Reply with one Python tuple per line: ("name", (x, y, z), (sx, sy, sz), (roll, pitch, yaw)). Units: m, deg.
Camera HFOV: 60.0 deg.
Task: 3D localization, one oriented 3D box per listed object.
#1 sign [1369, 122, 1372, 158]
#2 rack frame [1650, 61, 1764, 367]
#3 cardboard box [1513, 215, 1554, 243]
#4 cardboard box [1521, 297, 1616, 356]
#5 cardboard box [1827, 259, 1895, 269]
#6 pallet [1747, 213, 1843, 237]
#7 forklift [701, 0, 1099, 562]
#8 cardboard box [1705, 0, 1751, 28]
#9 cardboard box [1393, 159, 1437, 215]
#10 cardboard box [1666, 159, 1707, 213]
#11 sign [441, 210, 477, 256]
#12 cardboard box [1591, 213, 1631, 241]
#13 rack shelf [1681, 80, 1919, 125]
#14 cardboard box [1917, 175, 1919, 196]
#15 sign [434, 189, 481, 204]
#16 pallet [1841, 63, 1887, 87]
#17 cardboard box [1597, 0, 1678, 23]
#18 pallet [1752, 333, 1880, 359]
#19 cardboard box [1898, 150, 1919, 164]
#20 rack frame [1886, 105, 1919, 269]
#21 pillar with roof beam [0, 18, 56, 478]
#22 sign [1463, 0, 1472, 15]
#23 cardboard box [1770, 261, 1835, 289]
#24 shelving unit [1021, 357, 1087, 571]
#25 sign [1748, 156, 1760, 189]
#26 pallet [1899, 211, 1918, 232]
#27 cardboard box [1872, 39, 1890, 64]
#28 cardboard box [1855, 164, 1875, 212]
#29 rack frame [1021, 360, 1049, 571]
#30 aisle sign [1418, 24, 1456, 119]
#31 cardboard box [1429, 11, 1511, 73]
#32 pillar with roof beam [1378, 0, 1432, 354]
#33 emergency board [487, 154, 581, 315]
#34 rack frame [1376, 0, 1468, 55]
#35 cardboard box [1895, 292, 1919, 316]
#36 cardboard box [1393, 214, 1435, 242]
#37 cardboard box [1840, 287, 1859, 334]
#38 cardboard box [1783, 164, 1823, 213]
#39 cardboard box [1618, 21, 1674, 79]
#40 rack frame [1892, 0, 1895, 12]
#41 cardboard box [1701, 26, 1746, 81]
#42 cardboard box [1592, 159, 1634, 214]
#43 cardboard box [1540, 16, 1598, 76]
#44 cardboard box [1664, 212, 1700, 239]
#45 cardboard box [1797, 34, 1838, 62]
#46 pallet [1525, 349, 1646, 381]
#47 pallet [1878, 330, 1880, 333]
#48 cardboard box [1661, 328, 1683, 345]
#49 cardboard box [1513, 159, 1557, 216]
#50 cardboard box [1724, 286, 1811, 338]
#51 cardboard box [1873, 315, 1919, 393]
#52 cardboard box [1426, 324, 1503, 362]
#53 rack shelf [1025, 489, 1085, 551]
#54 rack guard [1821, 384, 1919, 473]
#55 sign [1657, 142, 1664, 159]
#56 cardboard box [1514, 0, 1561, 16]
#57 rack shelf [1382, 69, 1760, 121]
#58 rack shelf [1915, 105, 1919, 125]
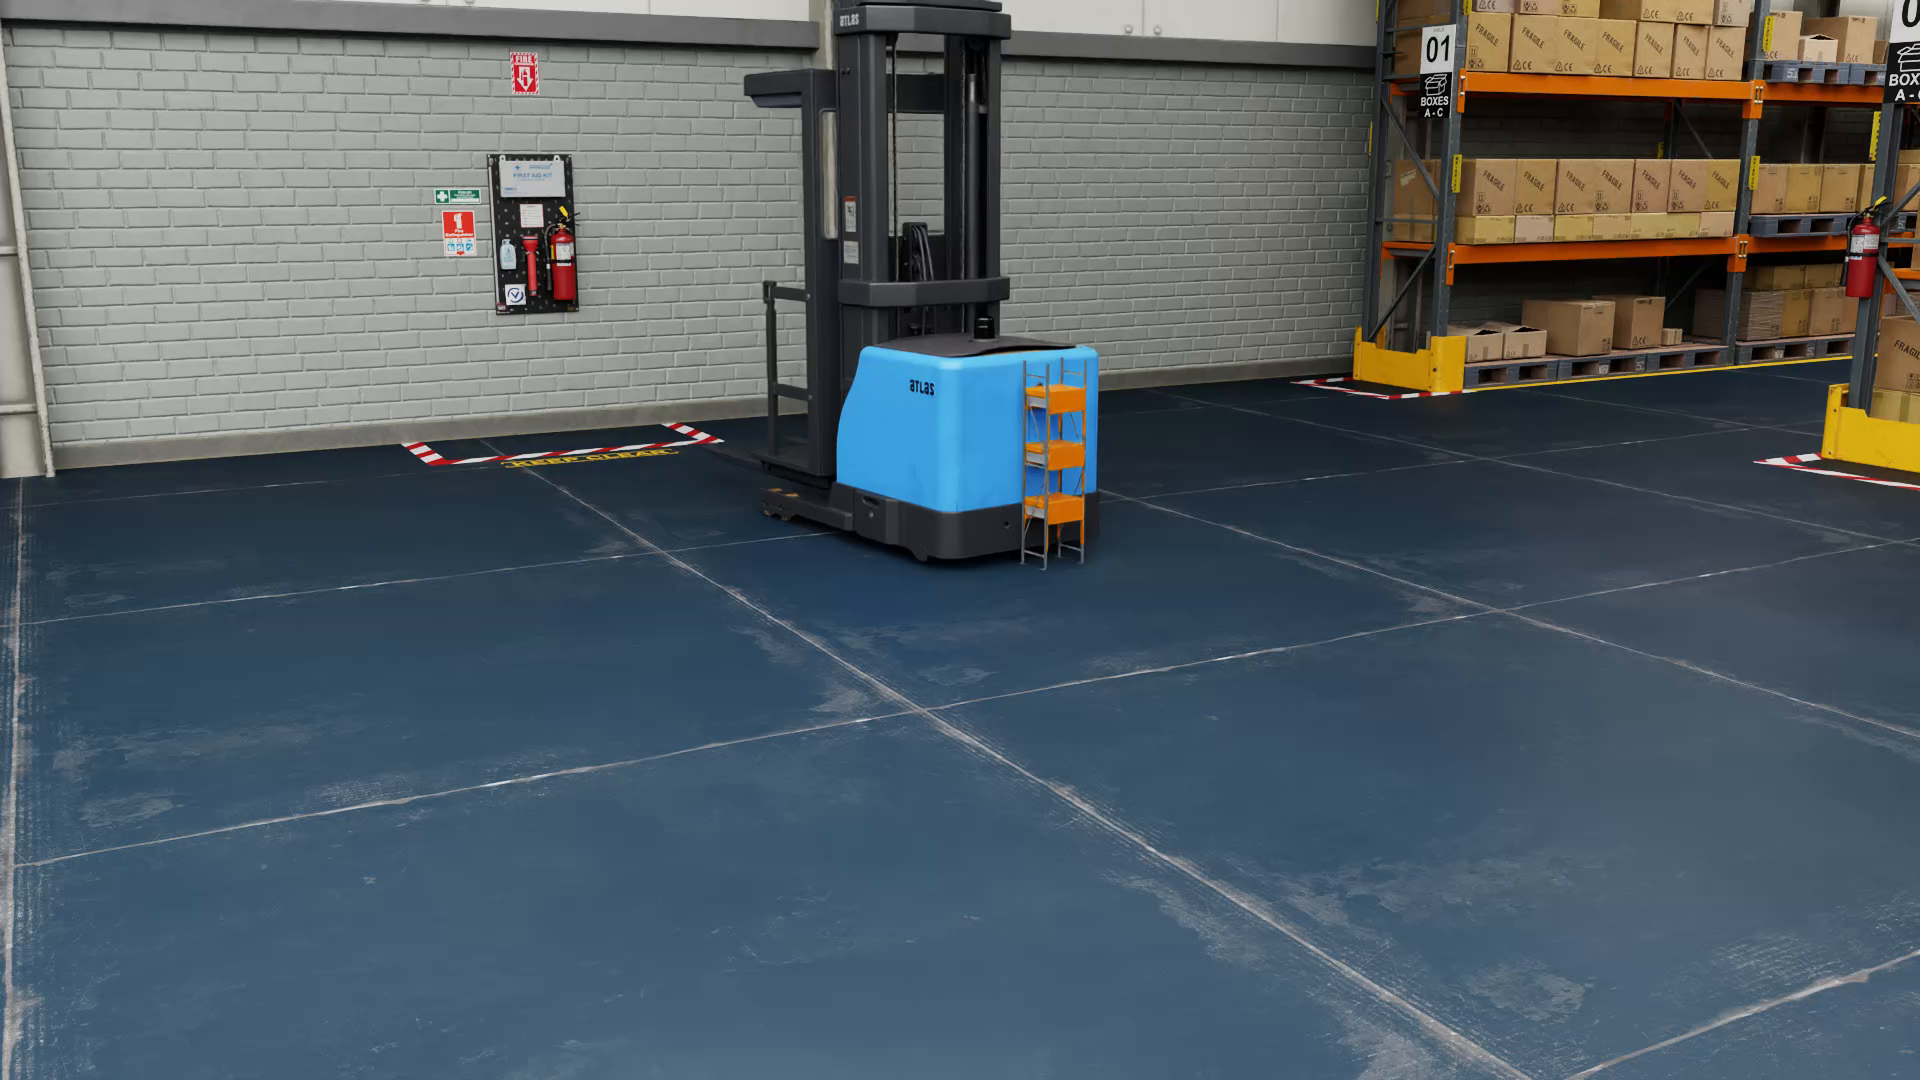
("sign", (3.868, -3.742, 15.549), (0.005, 0.325, 0.100), (-7, 14, -28))
("rack frame", (7.628, -3.335, 17.096), (0.127, 3.000, 1.000), (-7, 14, -28))
("cardboard box", (5.146, -2.898, 15.451), (0.500, 0.250, 0.500), (-7, 15, -30))
("cardboard box", (5.936, -2.092, 16.265), (0.500, 0.500, 0.700), (-8, 15, -31))
("cardboard box", (10.001, -2.983, 18.515), (0.500, 0.250, 0.500), (-7, 14, -27))
("pallet", (8.368, -3.294, 17.349), (1.213, 0.211, 1.003), (-7, 14, -28))
("forklift", (-0.524, -1.590, 9.498), (1.130, 2.935, 3.031), (-9, 15, -35))
("cardboard box", (7.318, -5.240, 16.177), (0.500, 0.500, 0.500), (-8, 15, -33))
("cardboard box", (4.429, -3.307, 15.560), (0.500, 0.500, 0.500), (-7, 14, -28))
("cardboard box", (6.926, -3.474, 16.304), (0.500, 0.500, 0.500), (-7, 14, -28))
("sign", (-3.672, -2.250, 12.192), (0.234, 0.329, 0.001), (-7, 14, -28))
("cardboard box", (6.041, -3.003, 15.919), (0.500, 0.250, 0.500), (-7, 14, -27))
("rack shelf", (9.383, -4.658, 17.780), (4.000, 0.370, 1.077), (-7, 14, -28))
("cardboard box", (6.738, -2.402, 11.245), (0.250, 0.149, 0.380), (-7, 15, -29))
("sign", (-3.663, -2.507, 12.129), (0.331, 0.109, 0.001), (-7, 14, -28))
("pallet", (9.130, -4.861, 17.472), (1.003, 0.211, 1.213), (-7, 14, -28))
("cardboard box", (6.389, -5.123, 15.659), (0.500, 0.500, 0.500), (-7, 15, -30))
("pallet", (9.383, -2.186, 18.341), (1.213, 0.211, 1.003), (-7, 14, -28))
("cardboard box", (10.575, -4.257, 18.485), (0.250, 0.149, 0.380), (-10, 16, -37))
("rack frame", (11.139, -3.756, 18.966), (0.127, 3.000, 1.000), (-7, 14, -28))
("pillar with roof beam", (-4.153, -3.989, 6.339), (0.400, 9.000, 9.100), (-7, 14, -28))
("sign", (4.377, -4.699, 14.336), (0.005, 0.325, 0.100), (-7, 14, -28))
("cardboard box", (9.106, -2.879, 18.053), (0.500, 0.250, 0.500), (-7, 15, -29))
("shelving unit", (0.476, -0.388, 8.441), (0.252, 1.050, 0.215), (-9, 16, -36))
("sign", (7.895, -3.653, 16.540), (0.005, 0.325, 0.100), (-7, 14, -28))
("pallet", (10.564, -3.567, 18.562), (1.003, 0.211, 1.213), (-7, 14, -28))
("cardboard box", (9.956, -5.161, 18.096), (0.637, 0.503, 0.797), (-5, 14, -20))
("cardboard box", (9.648, -3.832, 18.077), (0.500, 0.500, 0.700), (-7, 14, -28))
("rack frame", (0.378, -0.372, 8.370), (0.008, 1.050, 0.200), (-9, 16, -36))
("aisle sign", (4.197, -4.117, 14.650), (0.004, 0.787, 0.394), (-7, 14, -28))
("cardboard box", (4.530, -4.423, 14.826), (0.500, 0.500, 0.500), (-6, 14, -26))
("pillar with roof beam", (6.380, -5.252, 11.949), (0.400, 9.000, 9.100), (-7, 14, -28))
("emergency board", (-3.137, -2.271, 12.367), (0.643, 1.169, 0.194), (-7, 14, -28))
("rack frame", (4.117, -5.841, 14.567), (0.127, 3.000, 1.000), (-7, 14, -28))
("cardboard box", (10.532, -2.665, 18.810), (0.500, 0.500, 0.700), (-7, 14, -27))
("cardboard box", (4.434, -2.937, 15.625), (0.500, 0.250, 0.500), (-7, 14, -27))
("cardboard box", (9.601, -2.576, 18.413), (0.500, 0.500, 0.700), (-7, 14, -28))
("cardboard box", (8.585, -3.703, 17.500), (0.500, 0.500, 0.700), (-5, 14, -22))
("cardboard box", (6.385, -4.640, 15.788), (0.500, 0.500, 0.500), (-7, 15, -30))
("rack frame", (6.494, -4.887, 10.327), (0.127, 3.000, 1.000), (-7, 14, -28))
("cardboard box", (7.301, -4.756, 16.304), (0.500, 0.500, 0.500), (-6, 14, -26))
("cardboard box", (6.022, -3.369, 15.834), (0.500, 0.500, 0.500), (-6, 14, -26))
("cardboard box", (5.472, -4.528, 15.292), (0.500, 0.500, 0.500), (-6, 14, -25))
("cardboard box", (6.916, -3.112, 16.403), (0.500, 0.250, 0.500), (-7, 14, -28))
("cardboard box", (8.687, -5.067, 17.205), (0.500, 0.311, 0.500), (-6, 14, -26))
("pallet", (5.983, -1.768, 16.483), (1.213, 0.211, 1.003), (-7, 14, -28))
("pallet", (10.452, -2.313, 18.908), (1.213, 0.211, 1.003), (-7, 14, -28))
("cardboard box", (7.173, -2.105, 17.083), (0.250, 0.166, 0.380), (-9, 16, -35))
("cardboard box", (5.118, -3.259, 15.346), (0.500, 0.500, 0.500), (-7, 14, -28))
("cardboard box", (8.695, -2.475, 17.965), (0.500, 0.500, 0.700), (-7, 15, -29))
("cardboard box", (6.822, -1.303, 11.665), (0.500, 0.500, 0.500), (-7, 14, -28))
("cardboard box", (4.767, -1.872, 15.719), (0.500, 0.311, 0.500), (-9, 15, -34))
("rack shelf", (0.476, -0.106, 8.504), (0.240, 0.259, 0.215), (-9, 16, -36))
("rack guard", (6.473, -0.738, 11.249), (0.348, 0.500, 1.175), (-7, 14, -28))
("sign", (7.359, -4.006, 17.442), (0.005, 0.325, 0.100), (-7, 14, -28))
("cardboard box", (5.036, -4.961, 14.937), (0.500, 0.500, 0.500), (-7, 14, -29))
("rack shelf", (5.872, -4.237, 15.910), (4.000, 0.370, 1.077), (-7, 14, -28))
("rack shelf", (12.894, -5.079, 19.650), (4.000, 0.370, 1.077), (-7, 14, -28))
